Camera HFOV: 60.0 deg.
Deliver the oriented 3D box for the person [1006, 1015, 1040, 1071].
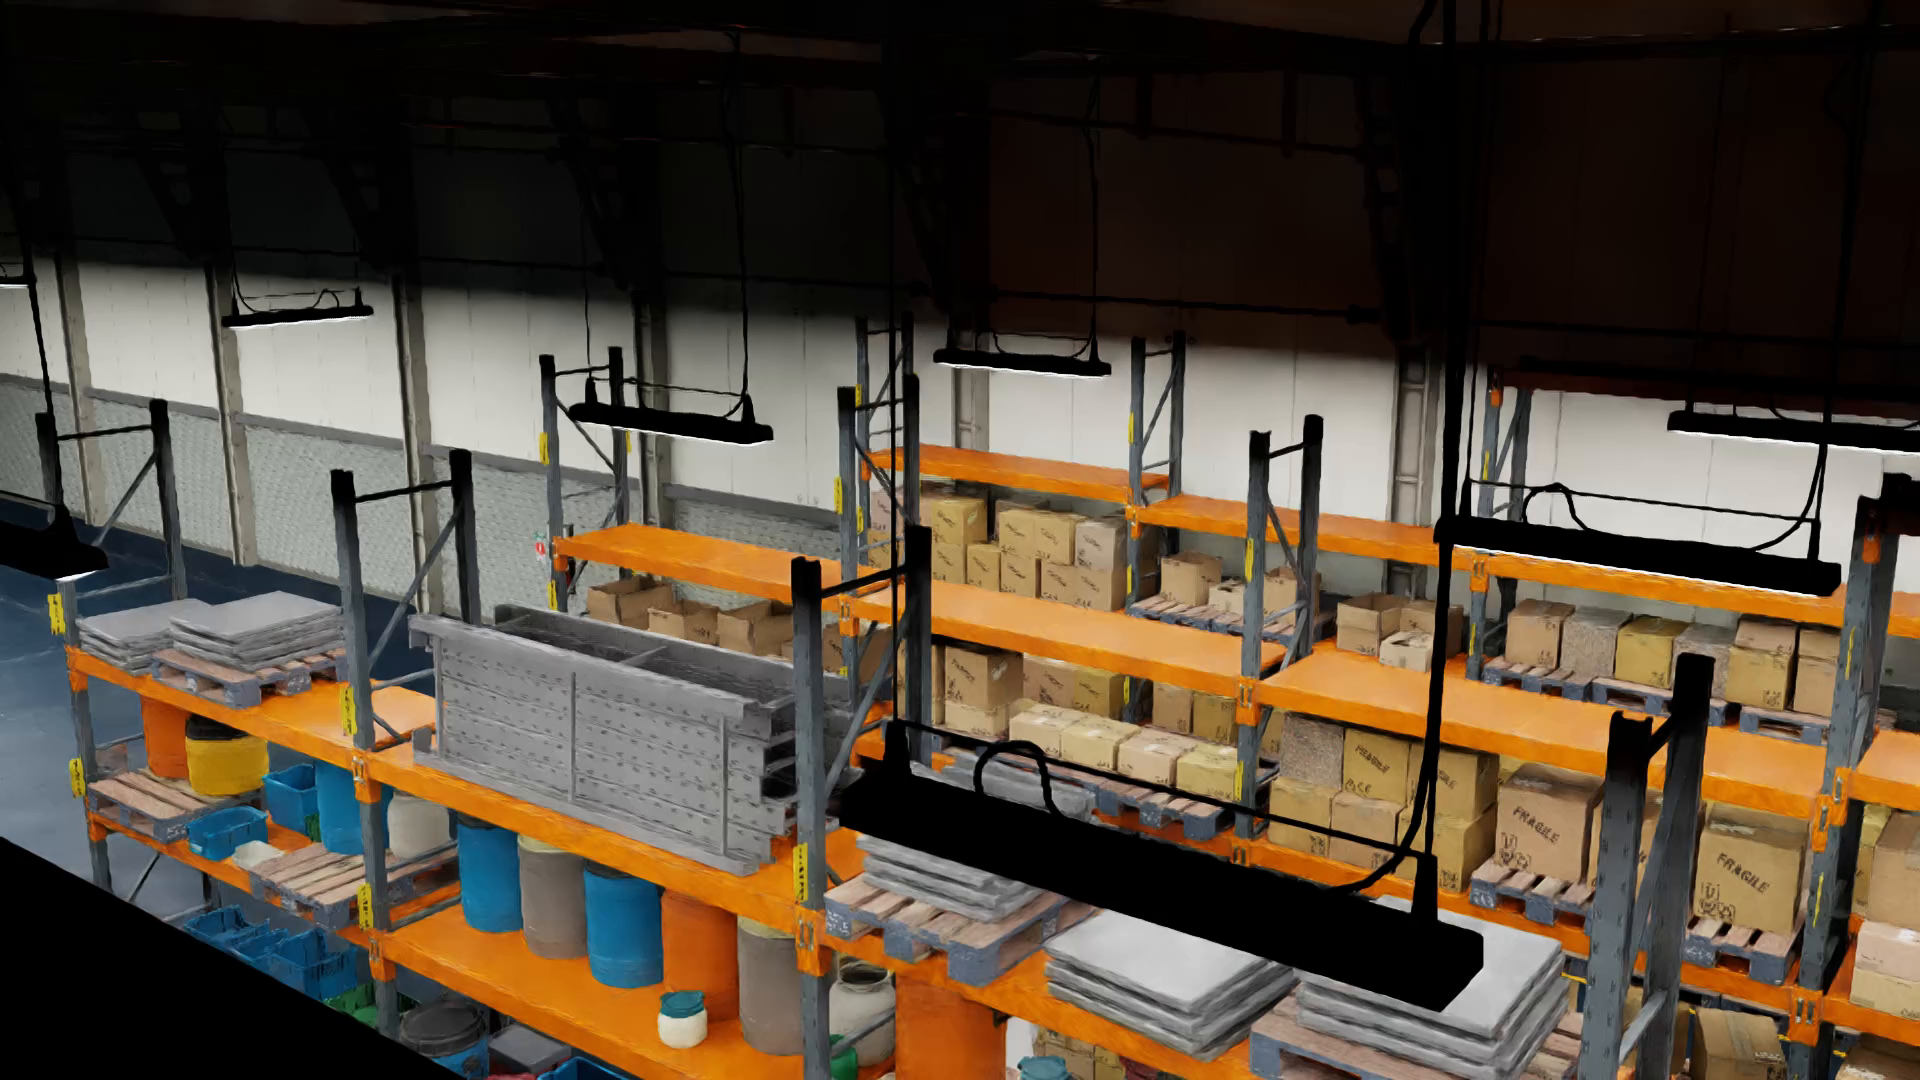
[{"bbox_3d":[0.430,4.188,13.365,0.538,1.717,0.729,9,16,34],"label":"person"}]
